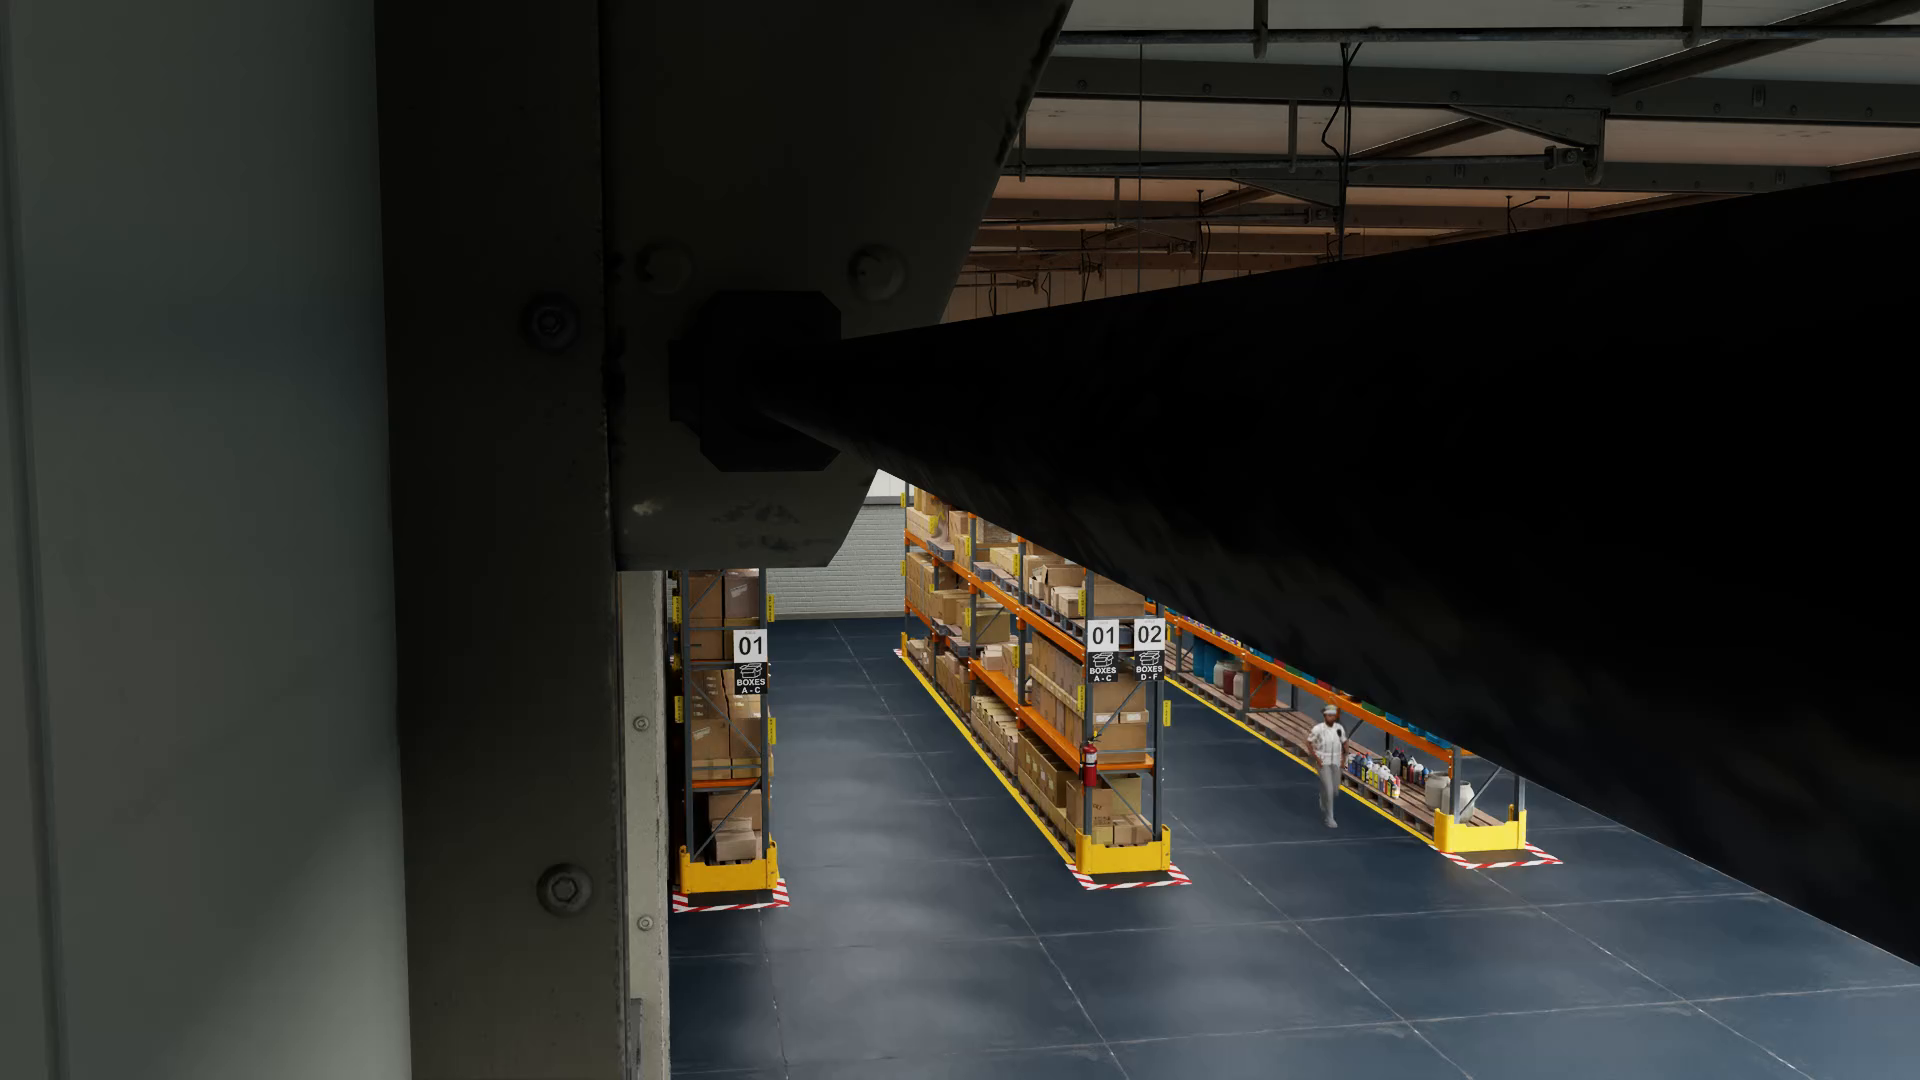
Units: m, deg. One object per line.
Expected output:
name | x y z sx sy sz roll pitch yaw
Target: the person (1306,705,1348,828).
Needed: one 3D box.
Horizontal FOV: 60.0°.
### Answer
person | 5.125 3.110 23.204 0.589 1.685 0.711 -1 6 -9
